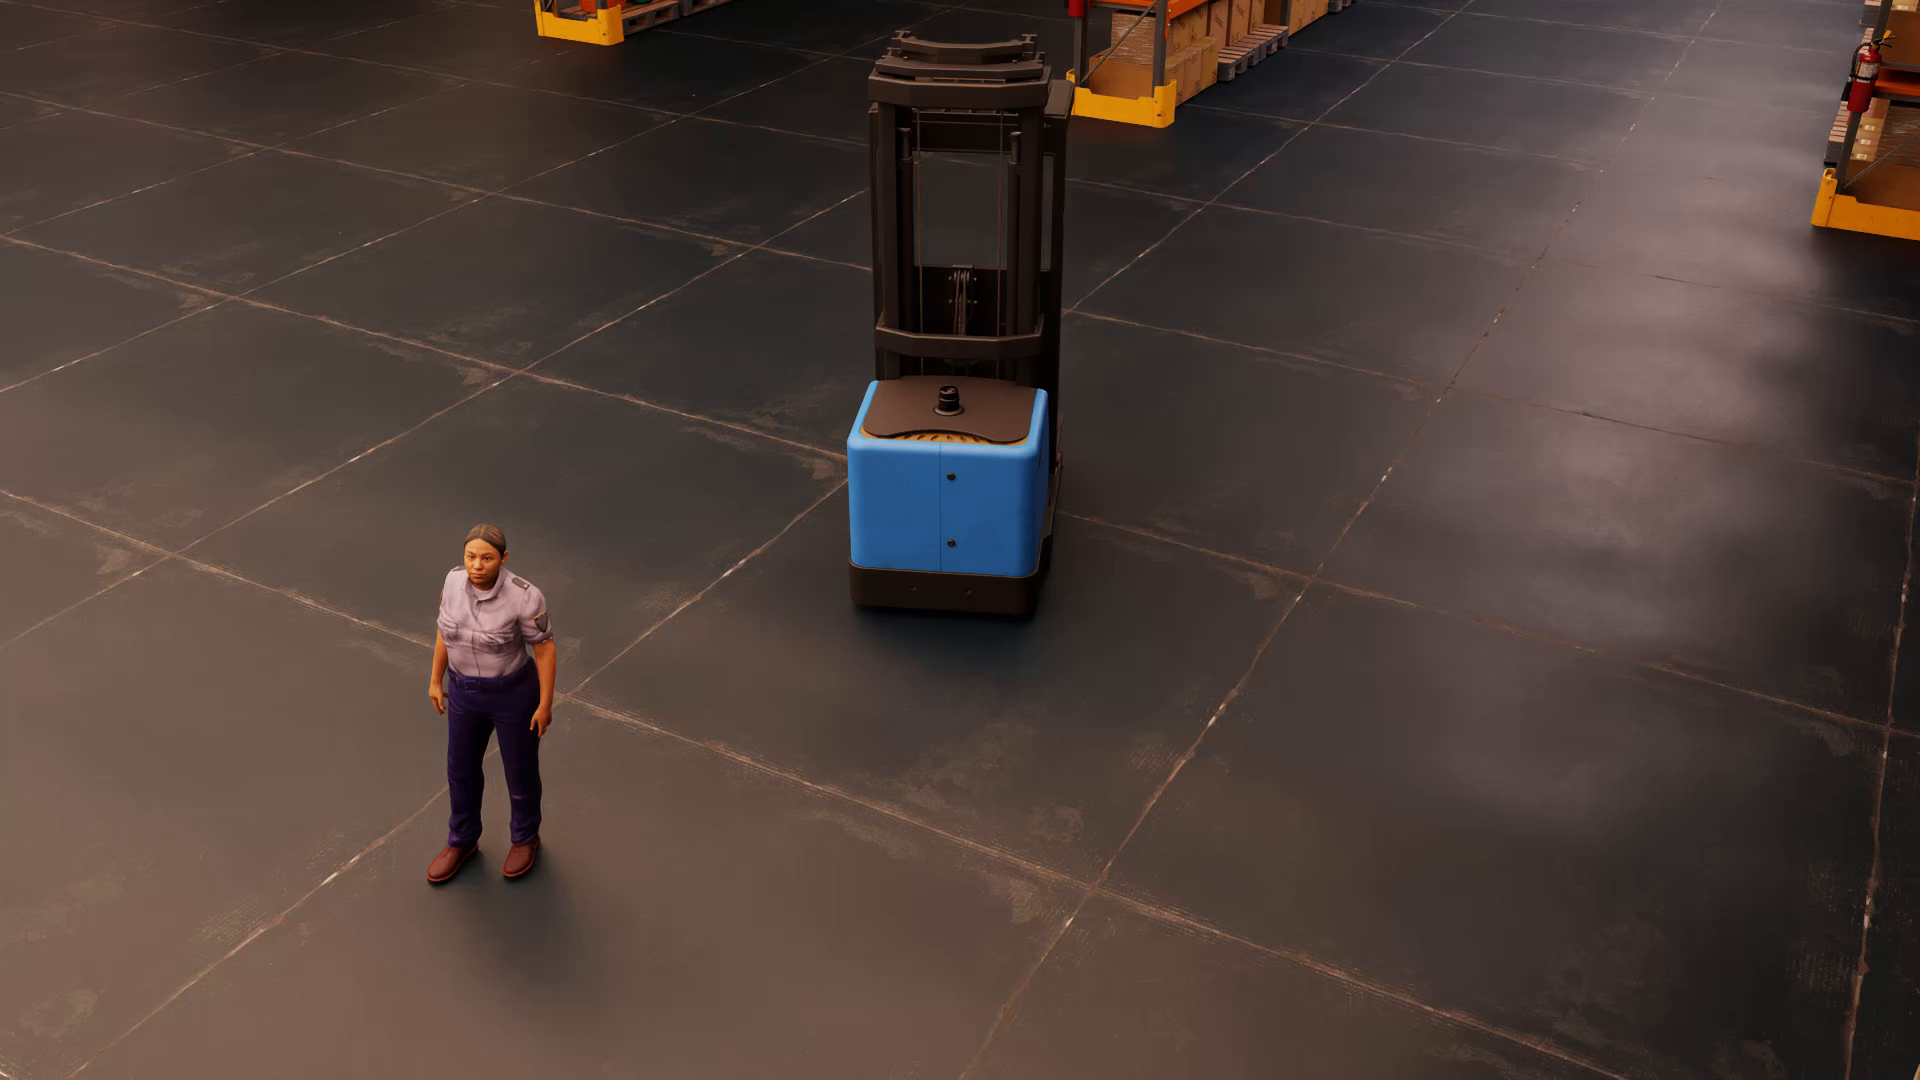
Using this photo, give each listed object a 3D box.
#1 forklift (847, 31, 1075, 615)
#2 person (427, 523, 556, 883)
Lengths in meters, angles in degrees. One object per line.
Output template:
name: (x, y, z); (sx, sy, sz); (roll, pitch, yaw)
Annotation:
forklift: (0.072, -1.572, 9.794); (1.130, 2.935, 3.031); (3, 30, 6)
person: (-2.036, 0.722, 7.101); (0.598, 1.640, 0.502); (7, 31, 12)
